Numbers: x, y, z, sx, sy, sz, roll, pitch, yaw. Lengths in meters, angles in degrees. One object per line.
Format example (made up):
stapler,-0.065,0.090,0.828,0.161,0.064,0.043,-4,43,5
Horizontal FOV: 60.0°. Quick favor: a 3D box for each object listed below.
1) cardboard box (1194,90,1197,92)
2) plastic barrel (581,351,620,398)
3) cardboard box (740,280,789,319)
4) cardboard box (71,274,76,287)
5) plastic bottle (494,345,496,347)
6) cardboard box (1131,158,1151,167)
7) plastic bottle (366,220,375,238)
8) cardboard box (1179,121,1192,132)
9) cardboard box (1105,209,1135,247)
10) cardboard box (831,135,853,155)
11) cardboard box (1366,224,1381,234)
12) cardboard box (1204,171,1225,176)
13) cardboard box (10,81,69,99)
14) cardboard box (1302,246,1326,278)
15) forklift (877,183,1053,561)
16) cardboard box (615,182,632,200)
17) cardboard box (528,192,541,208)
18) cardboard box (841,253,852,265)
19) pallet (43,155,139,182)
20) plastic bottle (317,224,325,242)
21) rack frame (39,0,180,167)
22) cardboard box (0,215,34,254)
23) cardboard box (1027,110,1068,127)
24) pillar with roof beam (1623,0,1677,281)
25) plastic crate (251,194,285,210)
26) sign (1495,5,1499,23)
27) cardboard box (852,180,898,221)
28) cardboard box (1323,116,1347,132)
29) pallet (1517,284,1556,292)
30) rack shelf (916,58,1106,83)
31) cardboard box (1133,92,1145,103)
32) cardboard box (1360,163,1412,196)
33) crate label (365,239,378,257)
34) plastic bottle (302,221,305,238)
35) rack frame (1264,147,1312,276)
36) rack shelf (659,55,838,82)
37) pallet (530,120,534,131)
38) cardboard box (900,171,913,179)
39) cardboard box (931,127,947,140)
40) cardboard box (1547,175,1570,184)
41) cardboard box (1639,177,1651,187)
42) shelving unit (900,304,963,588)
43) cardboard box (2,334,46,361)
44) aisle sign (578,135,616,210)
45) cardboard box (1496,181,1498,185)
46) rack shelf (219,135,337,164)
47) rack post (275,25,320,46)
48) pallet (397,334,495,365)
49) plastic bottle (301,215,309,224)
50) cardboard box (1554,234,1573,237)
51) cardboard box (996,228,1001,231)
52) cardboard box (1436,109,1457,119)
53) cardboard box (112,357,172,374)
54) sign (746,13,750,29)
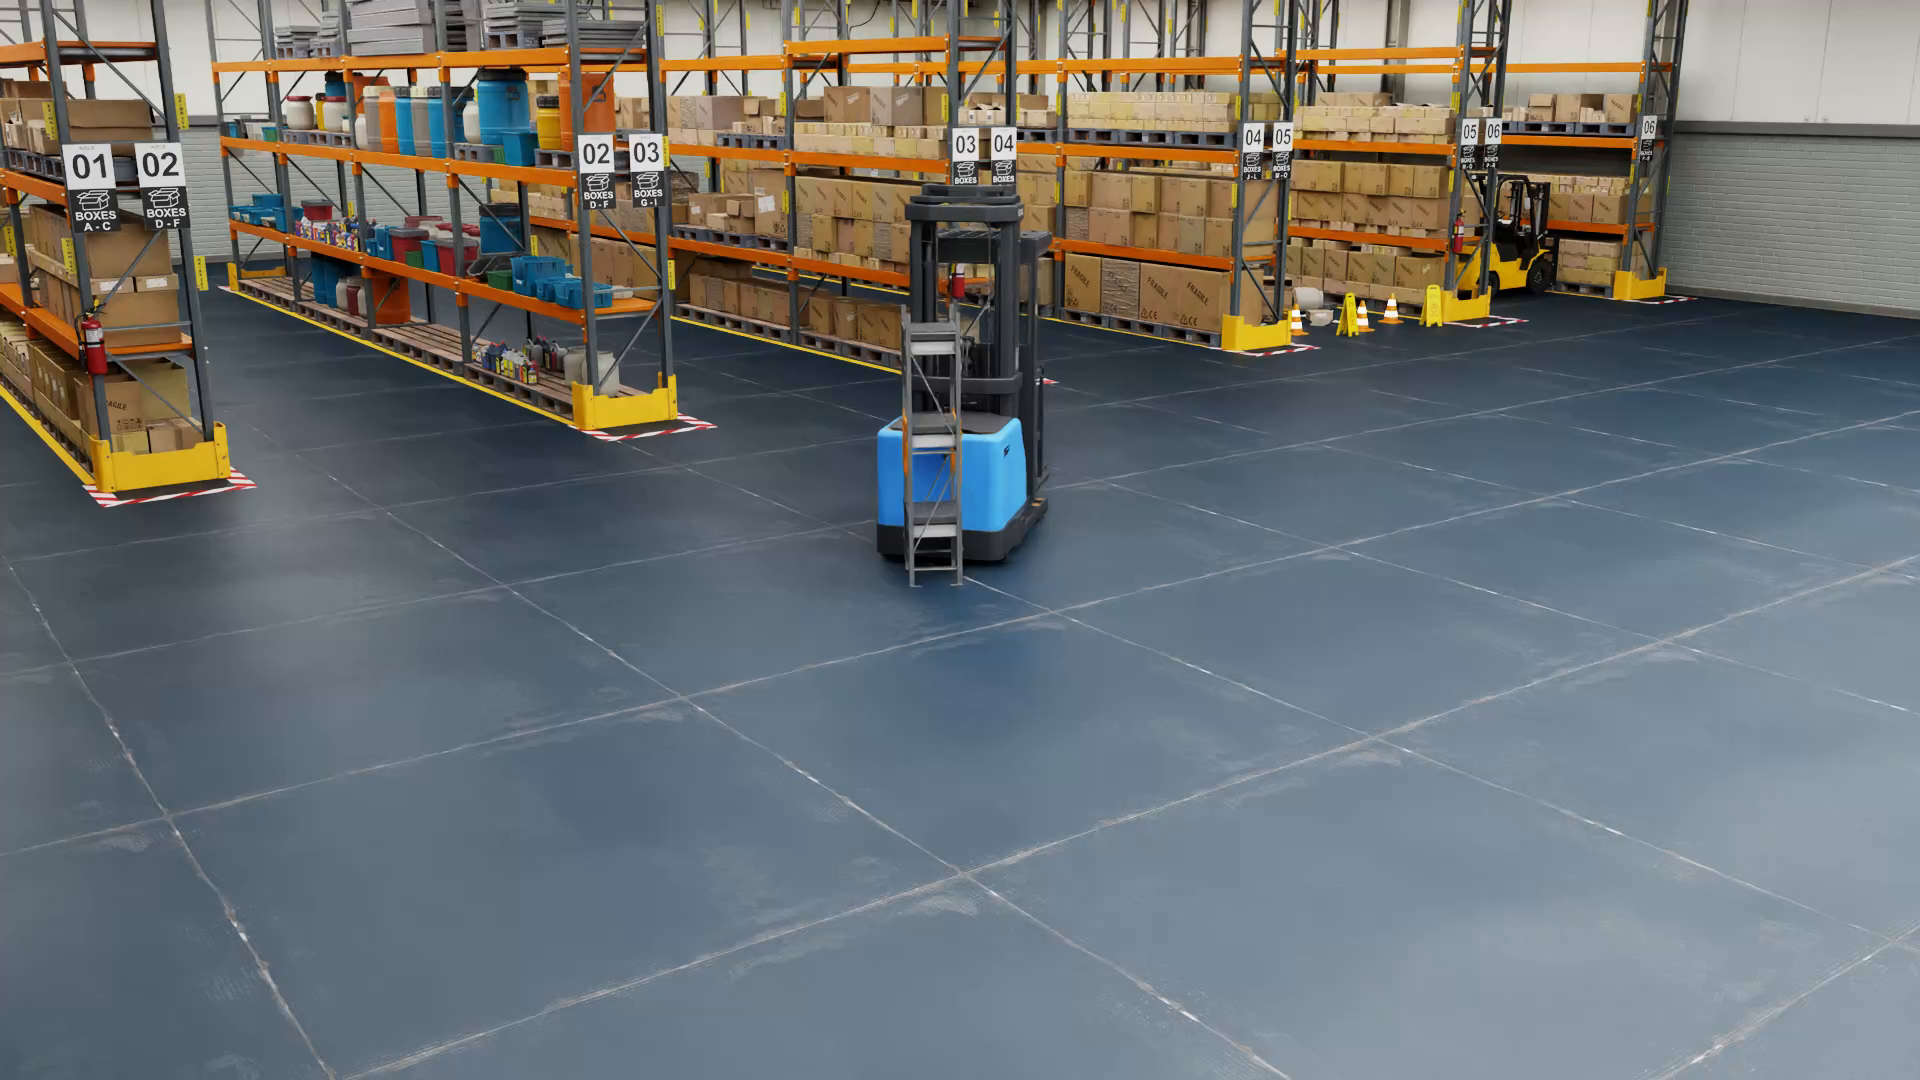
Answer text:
cardboard box,5.486,-10.292,38.458,0.396,0.266,0.258,-11,19,-35
plastic barrel,-4.177,-1.918,19.318,0.421,0.512,0.421,0,15,0
cardboard box,-3.012,-3.774,26.086,0.700,0.500,0.500,-13,20,-39
cardboard box,-8.568,-2.596,16.460,0.380,0.149,0.250,-11,19,-34
plastic bottle,-5.950,-2.358,21.323,0.061,0.283,0.133,-11,19,-35
cardboard box,3.498,-7.475,33.623,0.500,0.500,0.500,-12,19,-36
plastic bottle,-9.375,-4.892,26.361,0.144,0.351,0.185,-11,19,-35
cardboard box,3.432,-6.061,24.348,0.380,0.149,0.250,-11,19,-34
cardboard box,2.788,-4.905,26.033,0.875,0.550,0.550,-11,19,-35
cardboard box,-1.418,-5.428,22.828,0.500,0.250,0.500,-12,19,-37
cardboard box,7.092,-5.281,28.165,0.380,0.149,0.250,-11,19,-35
cardboard box,4.894,-6.622,31.039,0.500,0.500,0.500,-10,18,-33
cardboard box,-10.420,-4.949,18.862,0.500,0.500,0.500,-11,19,-34
cardboard box,6.395,-4.905,29.308,0.500,0.500,0.500,-10,18,-32
forklift,0.172,-1.594,14.348,1.130,2.935,3.031,4,16,13
cardboard box,-5.623,-6.236,29.088,0.797,0.503,0.637,-10,18,-33
cardboard box,-8.151,-6.570,32.119,0.500,0.250,0.500,-11,19,-36
cardboard box,-1.436,-3.932,23.238,0.380,0.149,0.250,-11,19,-35
pallet,-8.132,-3.577,15.950,1.003,0.211,1.213,-11,19,-35
plastic bottle,-10.139,-4.884,26.473,0.152,0.276,0.135,-11,19,-35
rack frame,-7.737,-4.912,14.976,1.000,3.000,0.127,-11,19,-35
cardboard box,-12.903,-4.094,22.369,0.500,0.500,0.700,10,18,33
cardboard box,1.453,-6.909,27.254,0.500,0.250,0.500,-11,19,-34
pillar with roof beam,9.144,-8.379,27.642,9.100,9.000,0.400,-11,19,-35
plastic crate,-12.788,-6.206,30.890,0.616,0.435,0.499,-11,19,-35
sign,10.418,-10.220,32.302,0.100,0.325,0.005,-11,19,-35
cardboard box,-1.123,-4.629,22.661,0.500,0.500,0.500,-11,19,-35
cardboard box,6.574,-7.111,28.415,0.500,0.250,0.500,-11,19,-34
pallet,11.110,-4.937,31.713,1.003,0.211,1.213,-11,19,-35
rack shelf,0.821,-7.938,28.154,1.077,0.370,4.000,-11,19,-35
cardboard box,2.831,-6.663,25.038,0.380,0.149,0.250,-11,19,-35
cardboard box,7.142,-6.045,27.832,0.700,0.500,0.500,-11,19,-35
crate label,-8.488,-4.266,24.297,0.303,0.233,0.416,-11,19,-35
plastic bottle,-10.695,-5.071,27.166,0.097,0.271,0.097,0,15,0
rack frame,5.942,-5.948,30.124,1.000,3.000,0.127,-11,19,-35
rack shelf,-3.250,-7.190,25.420,1.077,0.370,4.000,-11,19,-35
pallet,-7.964,-7.958,31.957,1.003,0.211,1.213,-11,19,-35
cardboard box,-1.064,-8.411,38.936,0.500,0.500,0.500,-11,19,-35
cardboard box,-0.138,-5.133,20.994,0.380,0.149,0.250,-11,19,-35
cardboard box,11.094,-6.670,30.782,0.380,0.149,0.250,-10,18,-33
cardboard box,12.282,-6.474,30.066,0.380,0.149,0.250,-11,19,-36
shelving unit,-0.217,-0.719,12.718,0.431,2.100,0.503,-2,15,-5
cardboard box,-11.454,-2.386,20.463,0.500,0.311,0.500,-11,19,-35
aisle sign,-3.927,-3.979,18.007,0.394,0.787,0.004,-11,19,-35
cardboard box,10.344,-6.800,31.822,0.380,0.149,0.250,-10,18,-33
rack shelf,-11.960,-6.876,29.196,1.077,0.370,4.000,-11,19,-35
rack post,-10.314,-8.021,26.480,0.937,0.300,0.954,-11,19,-36
pallet,-7.295,-2.718,23.607,1.003,0.211,1.213,-11,19,-35
plastic bottle,-10.816,-5.191,27.453,0.144,0.351,0.185,-11,19,-35
cardboard box,11.299,-5.680,31.667,0.500,0.250,0.500,-11,19,-36
cardboard box,0.880,-5.492,28.269,0.500,0.500,0.500,-11,19,-34
cardboard box,7.856,-6.830,26.632,0.380,0.149,0.250,-11,19,-34
cardboard box,-8.473,-1.617,17.293,0.500,0.500,0.500,-11,19,-35
sign,-4.597,-11.222,35.963,0.100,0.325,0.005,-11,19,-35
